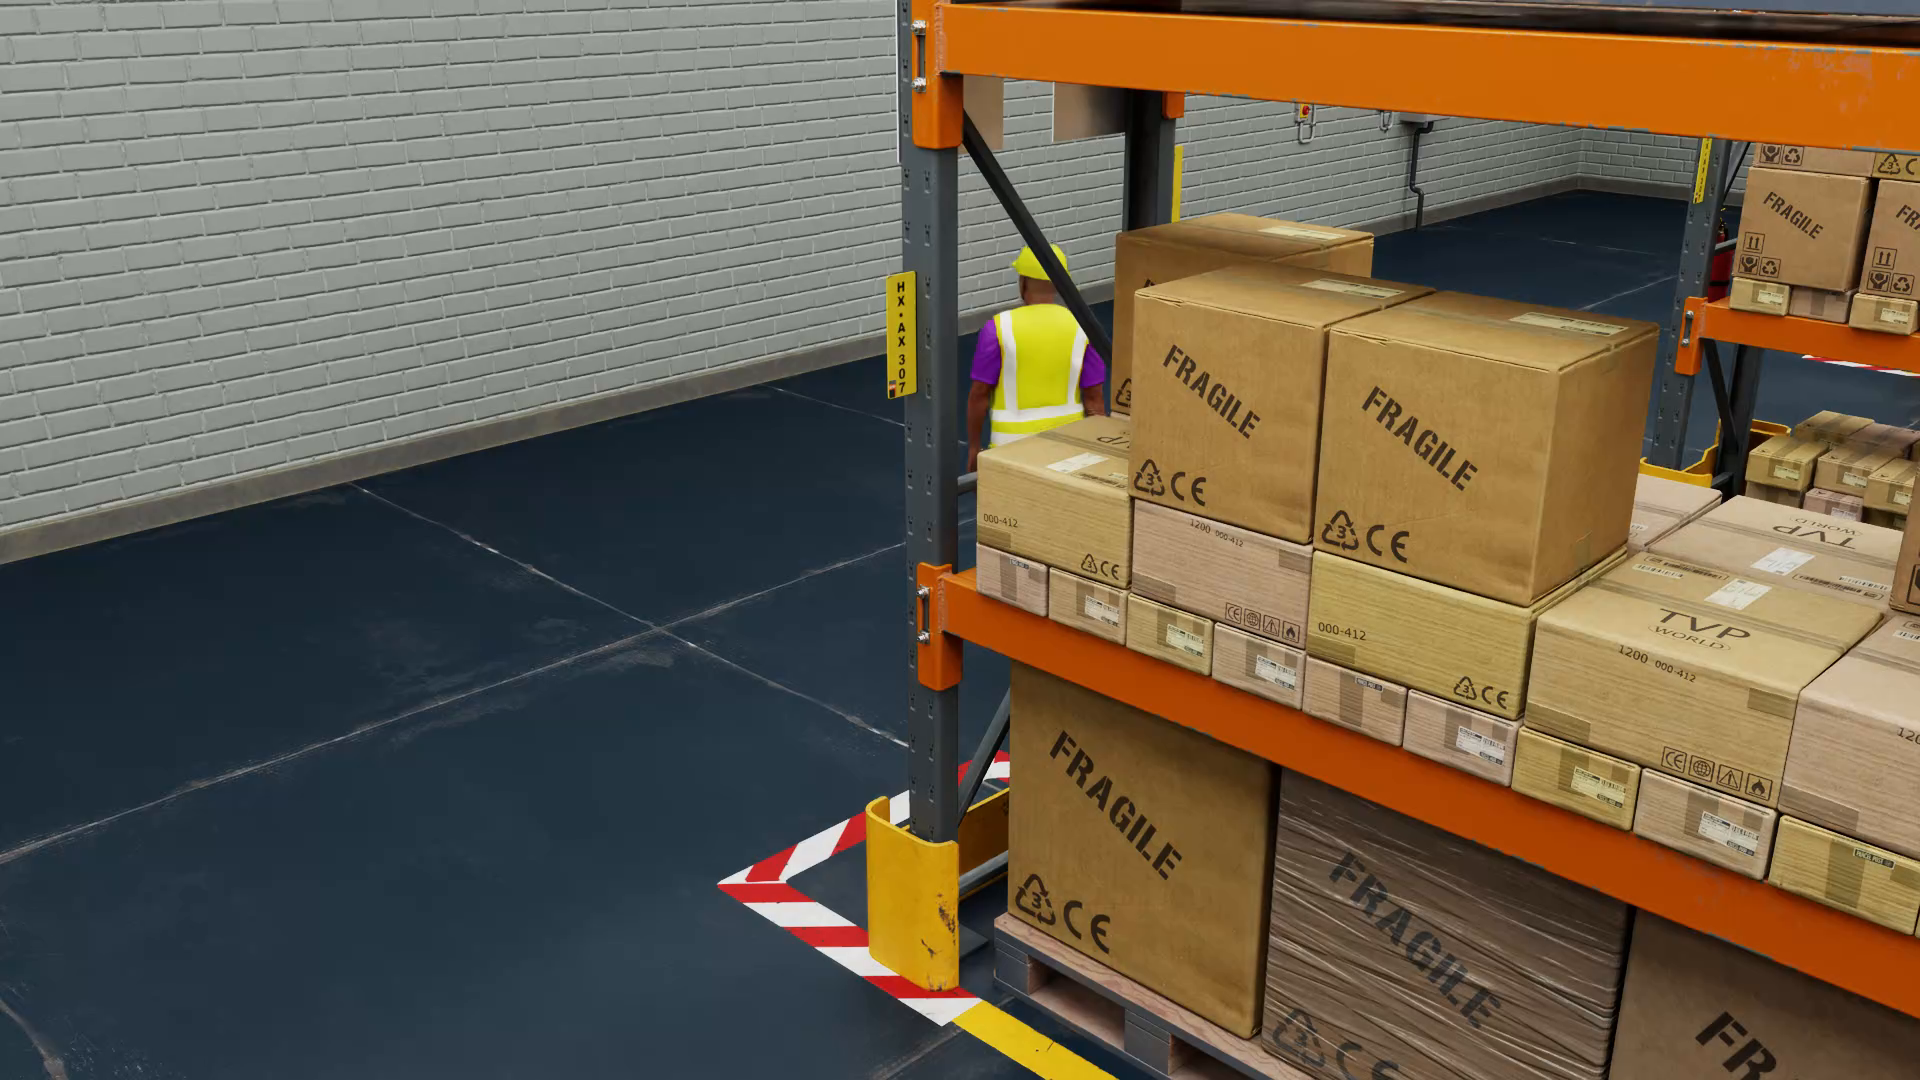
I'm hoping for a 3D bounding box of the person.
[{"bbox_3d":[0.338,-0.391,7.099,0.610,1.735,0.921,-6,21,-15],"label":"person"}]
